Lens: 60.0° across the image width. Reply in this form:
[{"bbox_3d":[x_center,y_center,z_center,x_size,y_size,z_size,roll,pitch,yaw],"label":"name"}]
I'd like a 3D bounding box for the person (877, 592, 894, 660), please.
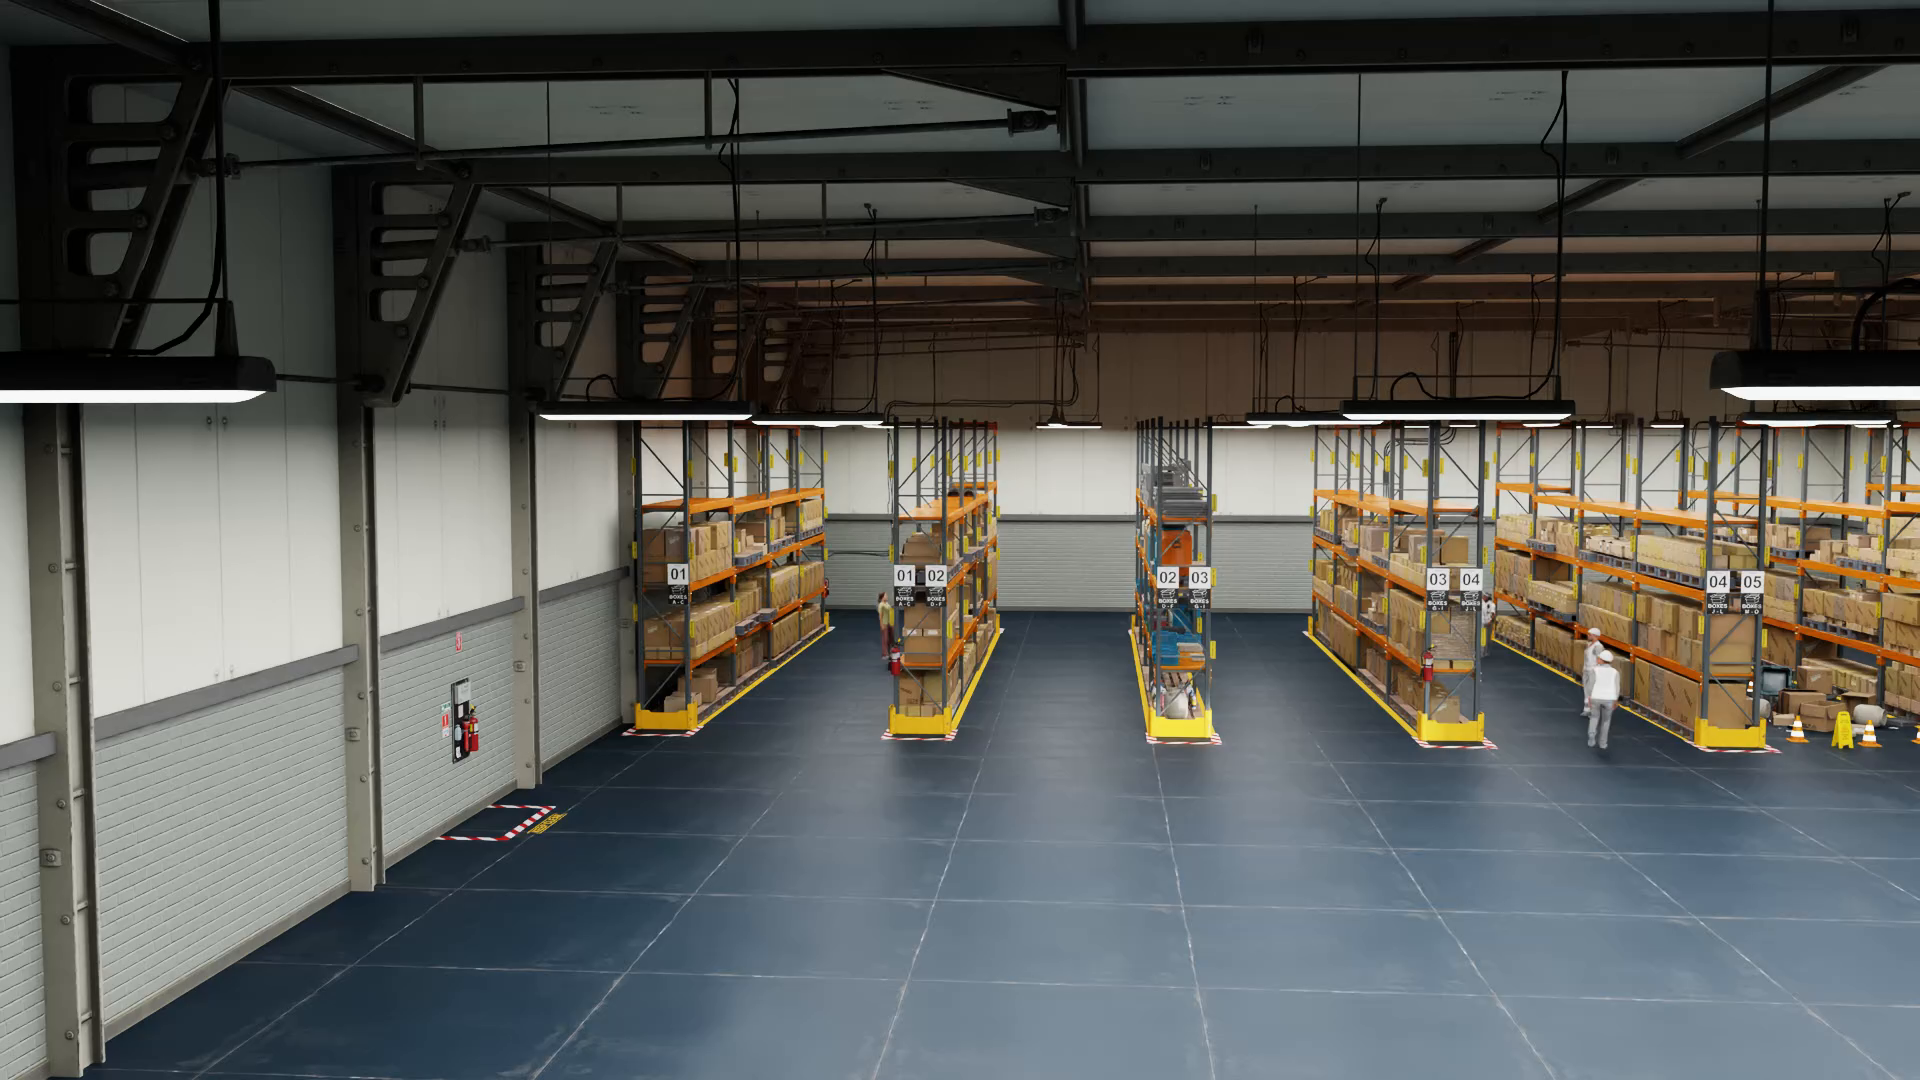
[{"bbox_3d":[-1.813,2.100,40.899,0.490,1.678,0.513,2,4,28],"label":"person"}]

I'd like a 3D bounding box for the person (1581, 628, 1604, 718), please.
[{"bbox_3d":[12.631,2.647,33.237,0.389,1.796,0.589,-1,4,-15],"label":"person"}]

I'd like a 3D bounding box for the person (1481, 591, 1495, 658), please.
[{"bbox_3d":[13.342,2.158,42.150,0.425,1.733,0.689,1,4,21],"label":"person"}]

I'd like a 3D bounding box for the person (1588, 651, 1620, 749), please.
[{"bbox_3d":[11.560,2.871,29.883,0.506,1.766,0.538,3,5,37],"label":"person"}]
